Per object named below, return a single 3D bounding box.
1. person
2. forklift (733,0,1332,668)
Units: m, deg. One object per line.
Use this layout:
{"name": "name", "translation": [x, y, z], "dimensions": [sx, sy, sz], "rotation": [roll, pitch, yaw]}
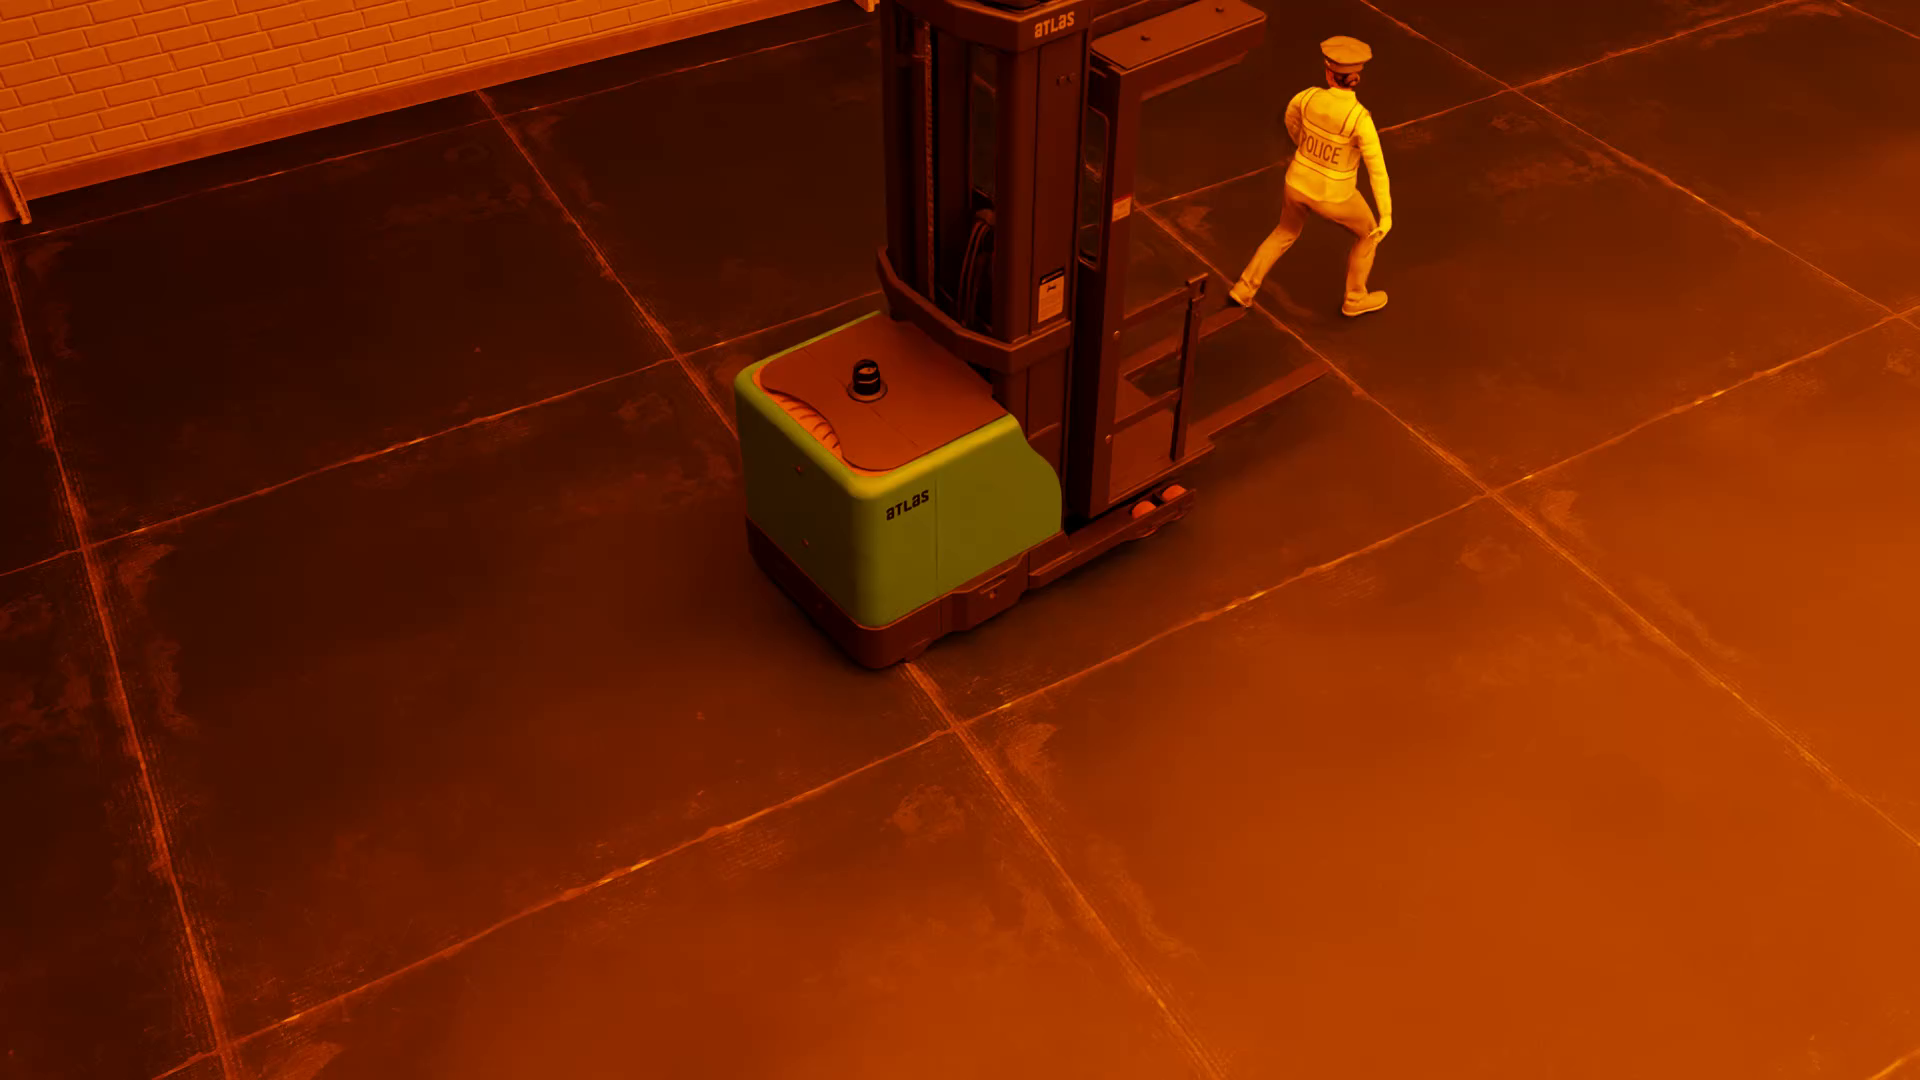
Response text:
{"name": "person", "translation": [1.948, -1.825, 8.719], "dimensions": [0.772, 1.633, 0.701], "rotation": [33, 52, 30]}
{"name": "forklift", "translation": [0.497, -1.350, 7.153], "dimensions": [3.031, 2.935, 1.130], "rotation": [-28, 49, -27]}
